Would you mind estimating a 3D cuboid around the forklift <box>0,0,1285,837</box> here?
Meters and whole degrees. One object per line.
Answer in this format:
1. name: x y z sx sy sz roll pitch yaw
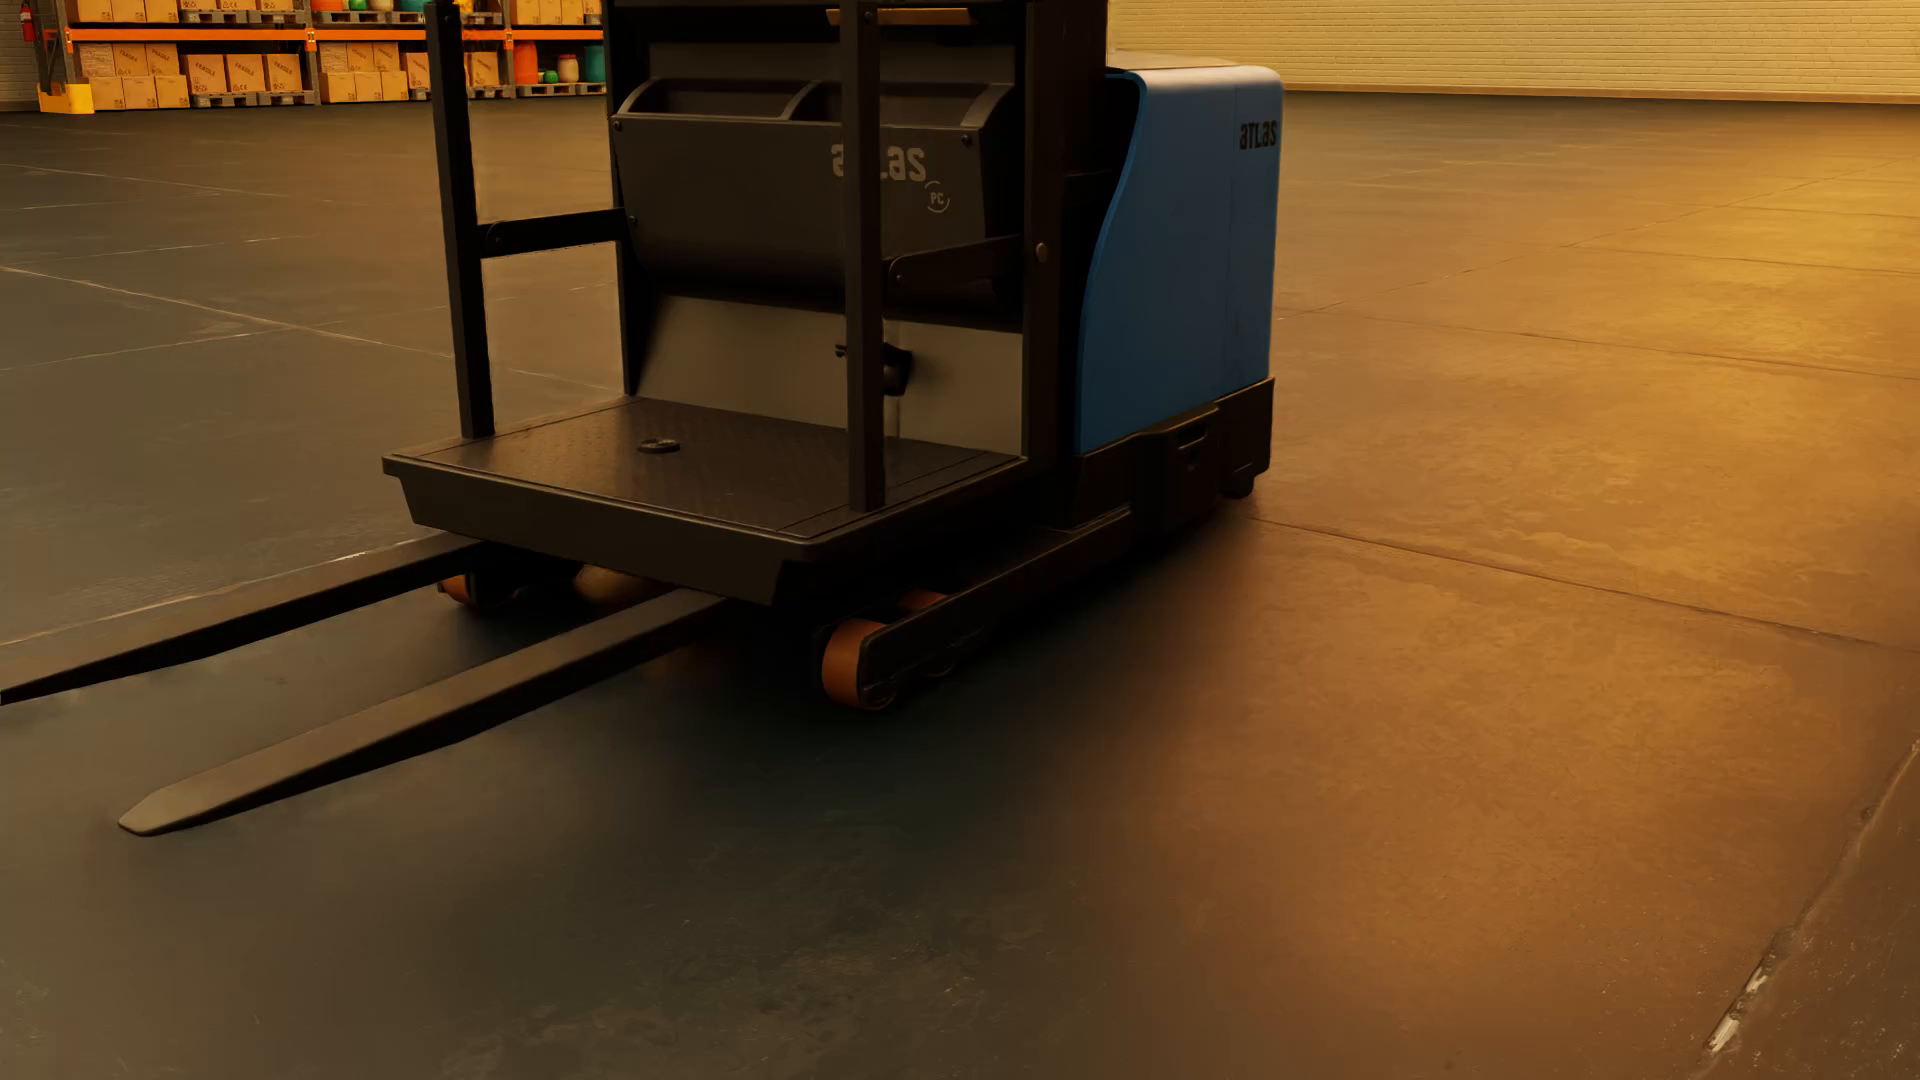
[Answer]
1. forklift: -0.427 -1.254 3.029 1.130 2.935 3.031 11 20 32
